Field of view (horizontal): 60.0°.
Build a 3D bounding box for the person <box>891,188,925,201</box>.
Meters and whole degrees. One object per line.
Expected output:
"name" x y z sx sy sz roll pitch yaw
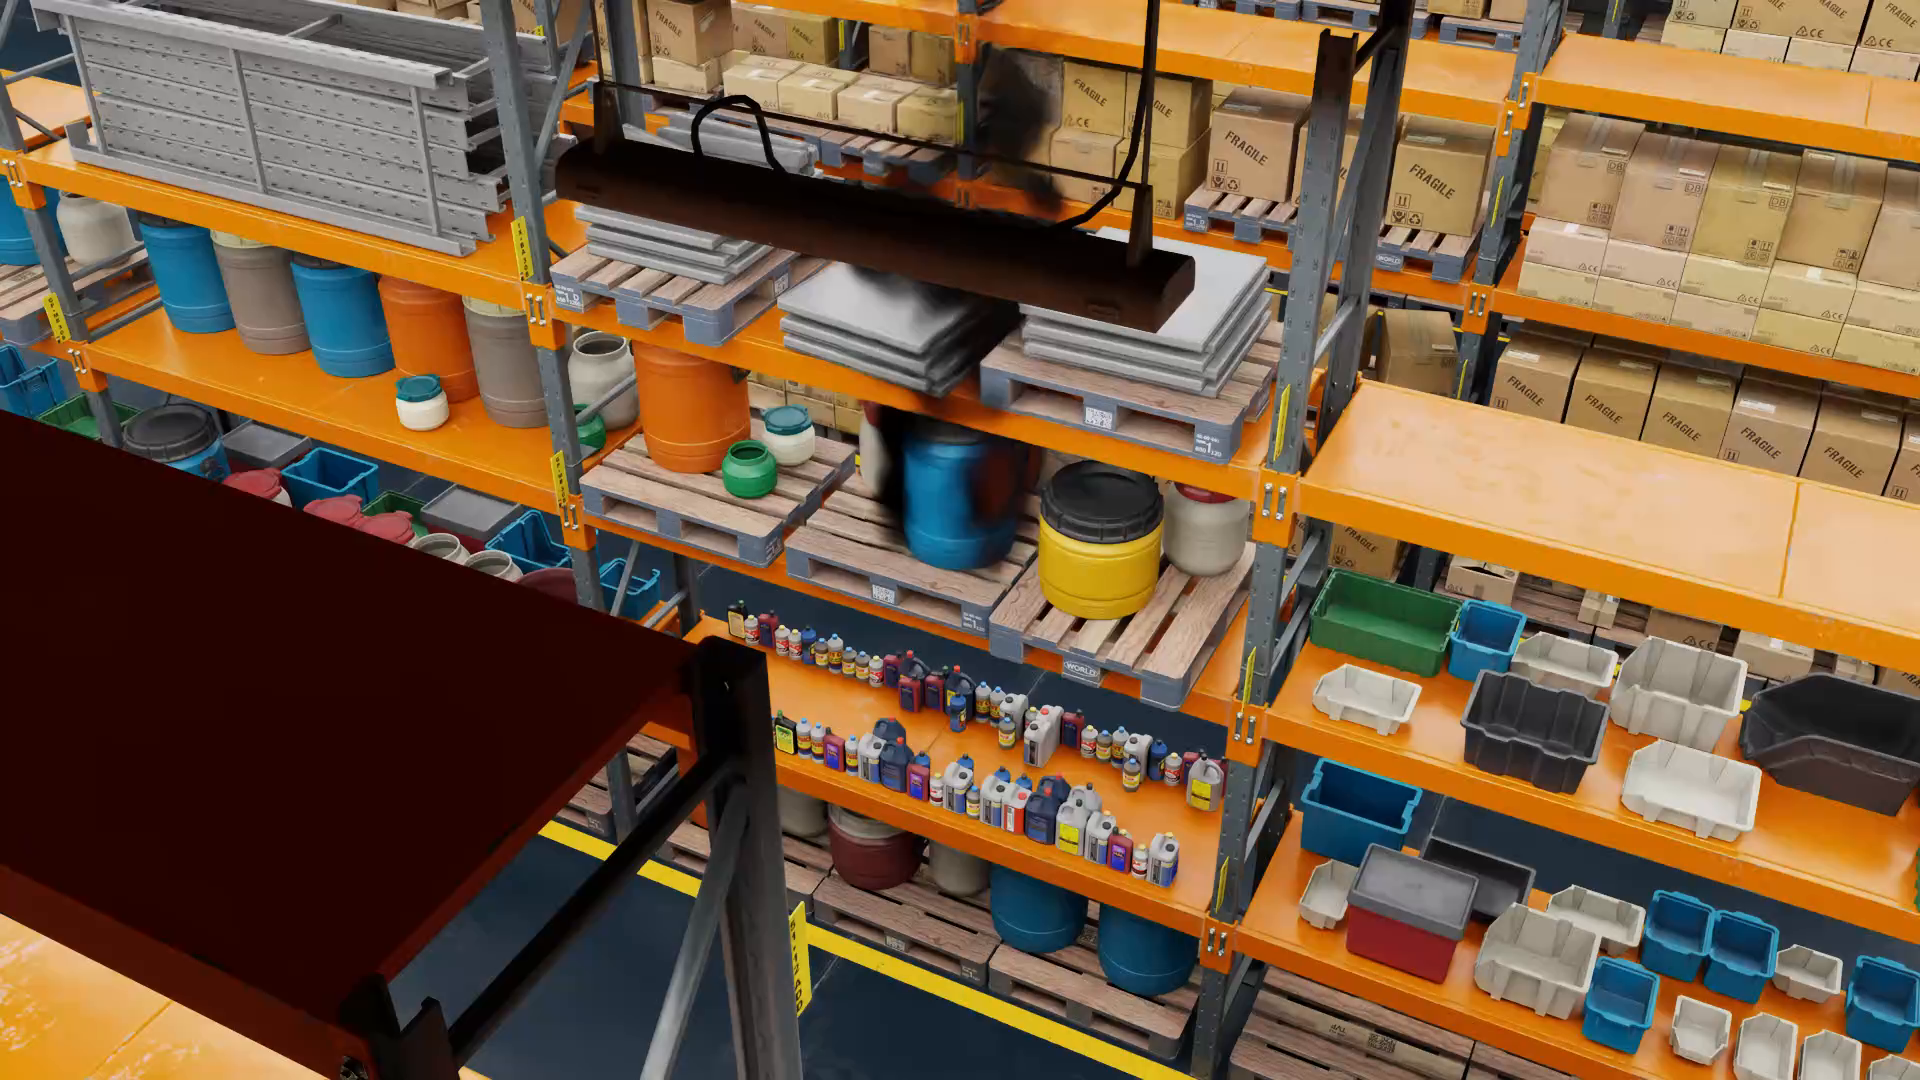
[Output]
"person" -0.535 -3.097 16.775 0.621 1.737 0.653 8 36 11
